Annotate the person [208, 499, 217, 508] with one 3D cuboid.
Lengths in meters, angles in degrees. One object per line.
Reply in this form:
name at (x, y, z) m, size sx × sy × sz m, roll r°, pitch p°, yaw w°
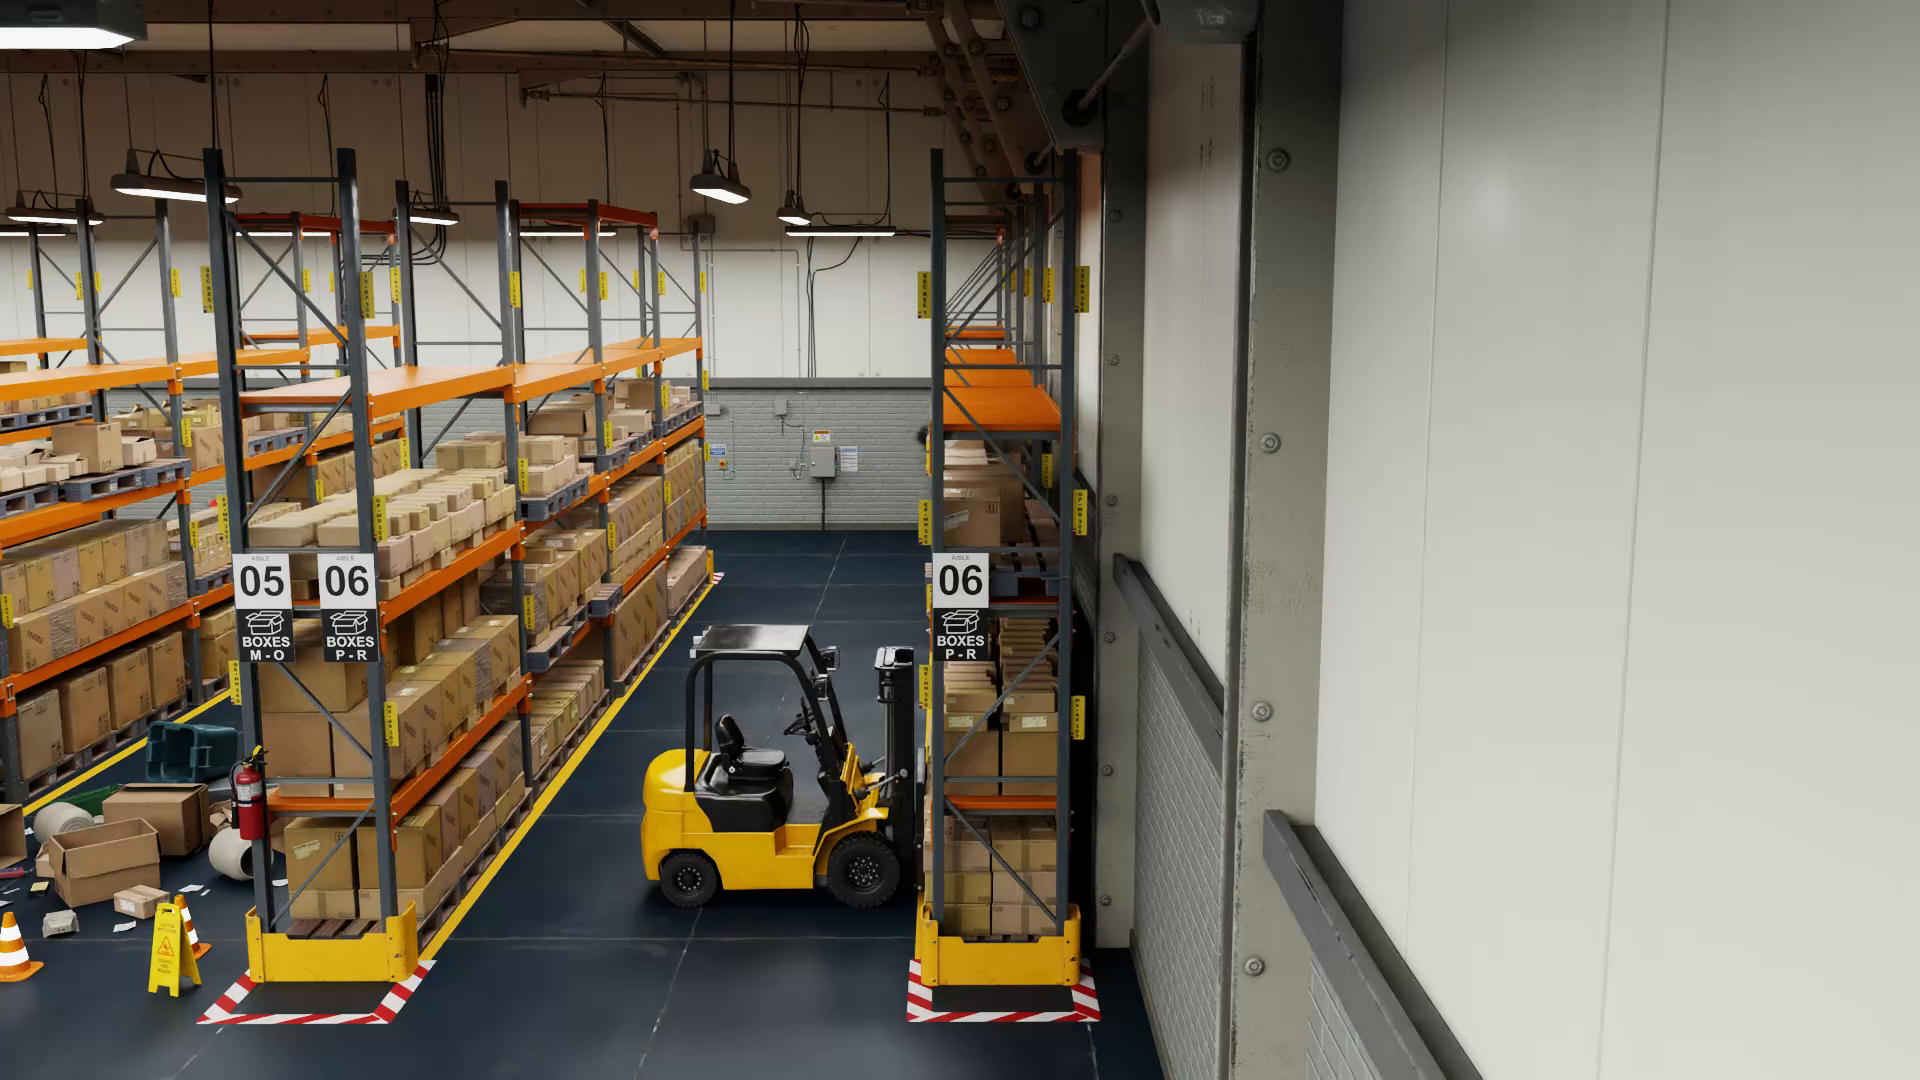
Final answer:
person at (-11.514, 0.190, 26.016) m, size 0.705 × 1.721 × 0.783 m, roll 1°, pitch 9°, yaw 8°
